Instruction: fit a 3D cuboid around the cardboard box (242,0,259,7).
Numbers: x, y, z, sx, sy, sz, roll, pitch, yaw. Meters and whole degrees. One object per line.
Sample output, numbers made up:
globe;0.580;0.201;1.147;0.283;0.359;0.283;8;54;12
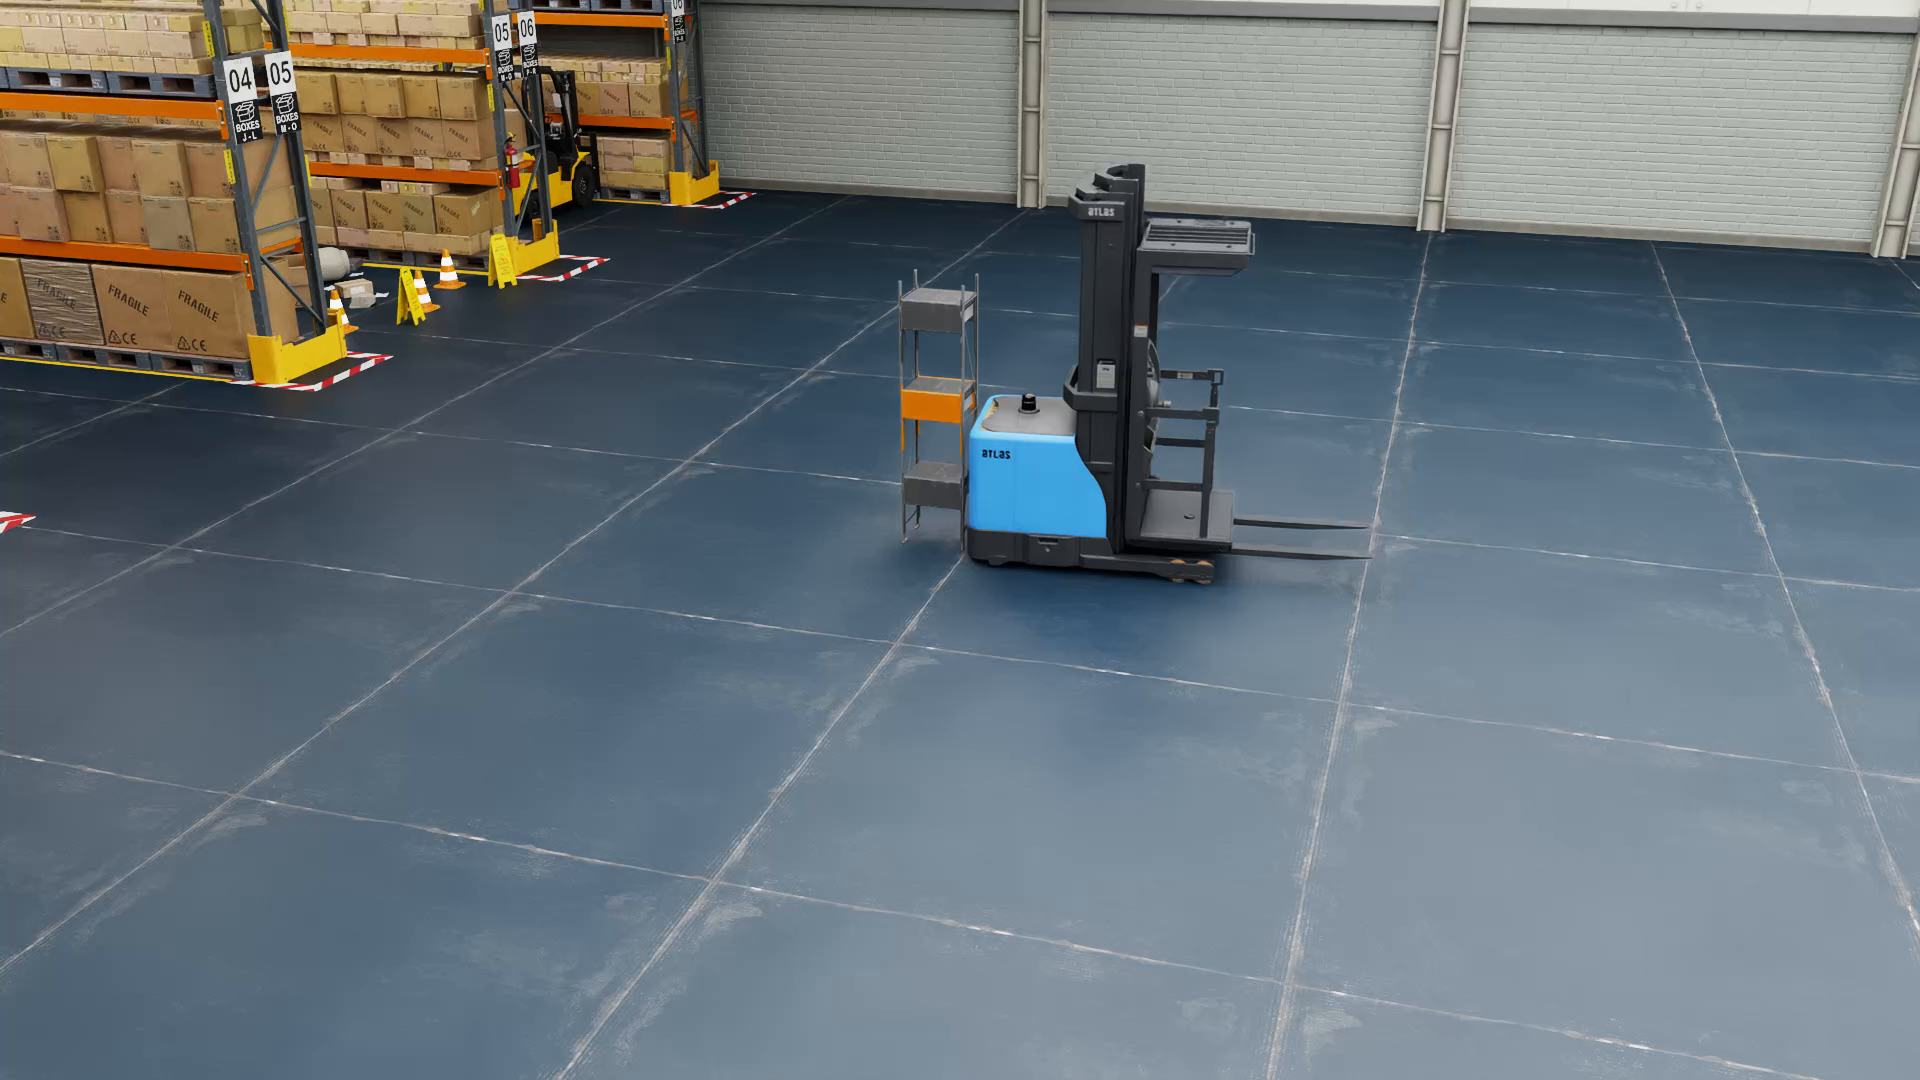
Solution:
cardboard box;-9.022;-6.927;21.439;0.250;0.149;0.380;7;23;17

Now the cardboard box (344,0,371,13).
cardboard box;-7.544;-6.746;20.996;0.250;0.149;0.380;7;23;17

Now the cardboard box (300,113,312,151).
cardboard box;-8.659;-5.446;21.975;0.500;0.500;0.500;6;23;15

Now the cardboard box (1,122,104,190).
cardboard box;-9.439;-4.037;17.445;0.550;0.550;0.875;7;23;16

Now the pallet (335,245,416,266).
pallet;-7.662;-3.974;22.585;1.213;0.211;1.003;7;23;16

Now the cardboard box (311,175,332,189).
cardboard box;-8.405;-4.773;22.086;0.250;0.149;0.380;7;23;18

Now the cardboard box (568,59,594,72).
cardboard box;-5.882;-7.374;25.820;0.250;0.149;0.380;7;23;17

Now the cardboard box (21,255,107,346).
cardboard box;-9.374;-2.668;17.973;0.875;0.875;0.875;7;23;16

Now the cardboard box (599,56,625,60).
cardboard box;-5.477;-7.539;26.223;0.250;0.149;0.380;7;23;17

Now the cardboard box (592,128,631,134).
cardboard box;-5.587;-6.442;26.679;0.500;0.250;0.500;6;23;15

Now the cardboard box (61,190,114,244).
cardboard box;-8.911;-3.506;17.572;0.500;0.550;0.875;7;23;16

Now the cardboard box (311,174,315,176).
cardboard box;-8.843;-4.760;22.908;0.500;0.500;0.500;6;23;15

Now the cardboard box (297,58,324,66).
cardboard box;-10.653;-7.816;27.291;0.250;0.149;0.380;7;23;16

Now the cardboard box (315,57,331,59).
cardboard box;-10.520;-7.988;27.709;0.250;0.149;0.380;6;23;15

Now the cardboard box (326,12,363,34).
cardboard box;-7.688;-6.599;21.163;0.500;0.250;0.500;7;23;16

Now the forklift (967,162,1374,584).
forklift;1.622;-1.247;12.352;3.031;2.935;1.130;4;23;9

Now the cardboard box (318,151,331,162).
cardboard box;-8.267;-5.106;22.002;0.250;0.149;0.380;6;23;15

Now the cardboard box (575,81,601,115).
cardboard box;-5.759;-6.944;26.021;0.500;0.500;0.500;6;23;14

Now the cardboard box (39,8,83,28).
cardboard box;-8.871;-5.172;16.474;0.250;0.149;0.380;7;23;16

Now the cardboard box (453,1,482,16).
cardboard box;-6.066;-6.590;20.616;0.250;0.149;0.380;7;23;16

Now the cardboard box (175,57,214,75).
cardboard box;-7.406;-4.635;16.216;0.250;0.149;0.380;6;23;15

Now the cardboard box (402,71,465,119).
cardboard box;-6.692;-5.701;21.279;0.500;0.500;0.700;7;23;16

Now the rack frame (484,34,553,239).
rack frame;-5.657;-5.020;21.460;0.127;3.000;1.000;7;23;16

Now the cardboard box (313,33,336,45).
cardboard box;-8.050;-6.433;21.284;0.250;0.149;0.380;6;23;14

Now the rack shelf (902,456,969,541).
rack shelf;-0.158;-0.329;13.092;0.480;0.518;0.431;7;23;16

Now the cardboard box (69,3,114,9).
cardboard box;-8.924;-5.439;17.125;0.250;0.149;0.380;7;23;16

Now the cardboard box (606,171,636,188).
cardboard box;-5.241;-5.740;26.286;0.500;0.250;0.500;7;23;15

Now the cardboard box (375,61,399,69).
cardboard box;-9.209;-7.613;26.796;0.250;0.149;0.380;6;23;14

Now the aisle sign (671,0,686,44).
aisle sign;-4.249;-7.912;25.086;0.004;0.787;0.394;7;23;16

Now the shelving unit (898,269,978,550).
shelving unit;-0.158;-0.990;12.821;0.503;2.100;0.431;7;23;16

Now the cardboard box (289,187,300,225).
cardboard box;-9.000;-4.564;22.432;0.500;0.500;0.500;8;24;18

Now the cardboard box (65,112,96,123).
cardboard box;-11.941;-6.031;22.848;0.500;0.500;0.500;7;23;16

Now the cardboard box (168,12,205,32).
cardboard box;-7.411;-5.005;16.066;0.250;0.149;0.380;7;23;16

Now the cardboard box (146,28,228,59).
cardboard box;-7.540;-4.859;16.235;0.500;0.250;0.500;7;23;16

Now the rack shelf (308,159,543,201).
rack shelf;-7.572;-4.906;22.131;4.000;0.370;1.077;7;23;16

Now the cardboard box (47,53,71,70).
cardboard box;-8.866;-4.803;16.625;0.250;0.149;0.380;7;23;16

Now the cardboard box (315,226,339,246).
cardboard box;-8.485;-4.163;22.441;0.500;0.250;0.500;8;24;19

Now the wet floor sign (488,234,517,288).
wet floor sign;-5.784;-3.521;20.908;0.232;0.644;0.267;16;27;34

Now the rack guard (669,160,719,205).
rack guard;-4.204;-5.664;26.325;0.348;0.500;1.175;7;23;16

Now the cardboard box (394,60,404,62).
cardboard box;-9.062;-7.821;27.304;0.250;0.149;0.380;6;23;15

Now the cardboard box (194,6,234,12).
cardboard box;-7.458;-5.271;16.715;0.250;0.149;0.380;7;23;16

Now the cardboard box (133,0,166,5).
cardboard box;-10.571;-7.039;22.076;0.500;0.250;0.500;7;23;16

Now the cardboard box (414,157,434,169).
cardboard box;-6.846;-4.907;21.517;0.250;0.149;0.380;7;23;16

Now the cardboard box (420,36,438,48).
cardboard box;-6.572;-6.285;20.924;0.250;0.149;0.380;7;23;17

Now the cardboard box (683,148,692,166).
cardboard box;-4.617;-6.104;26.514;0.500;0.250;0.500;7;23;16

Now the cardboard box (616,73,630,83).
cardboard box;-5.124;-7.174;25.725;0.250;0.149;0.380;7;23;17

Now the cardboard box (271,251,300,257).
cardboard box;-8.854;-3.691;21.511;0.500;0.500;0.500;-14;26;-30

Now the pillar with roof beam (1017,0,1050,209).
pillar with roof beam;-0.132;-7.781;20.286;0.400;9.000;9.100;7;23;16

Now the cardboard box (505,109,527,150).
cardboard box;-6.031;-5.356;21.756;0.500;0.500;0.500;6;23;15

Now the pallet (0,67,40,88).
pallet;-10.040;-4.902;17.337;1.213;0.211;1.003;7;23;16

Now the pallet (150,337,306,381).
pallet;-7.778;-1.979;17.722;1.213;0.211;1.003;7;23;15
